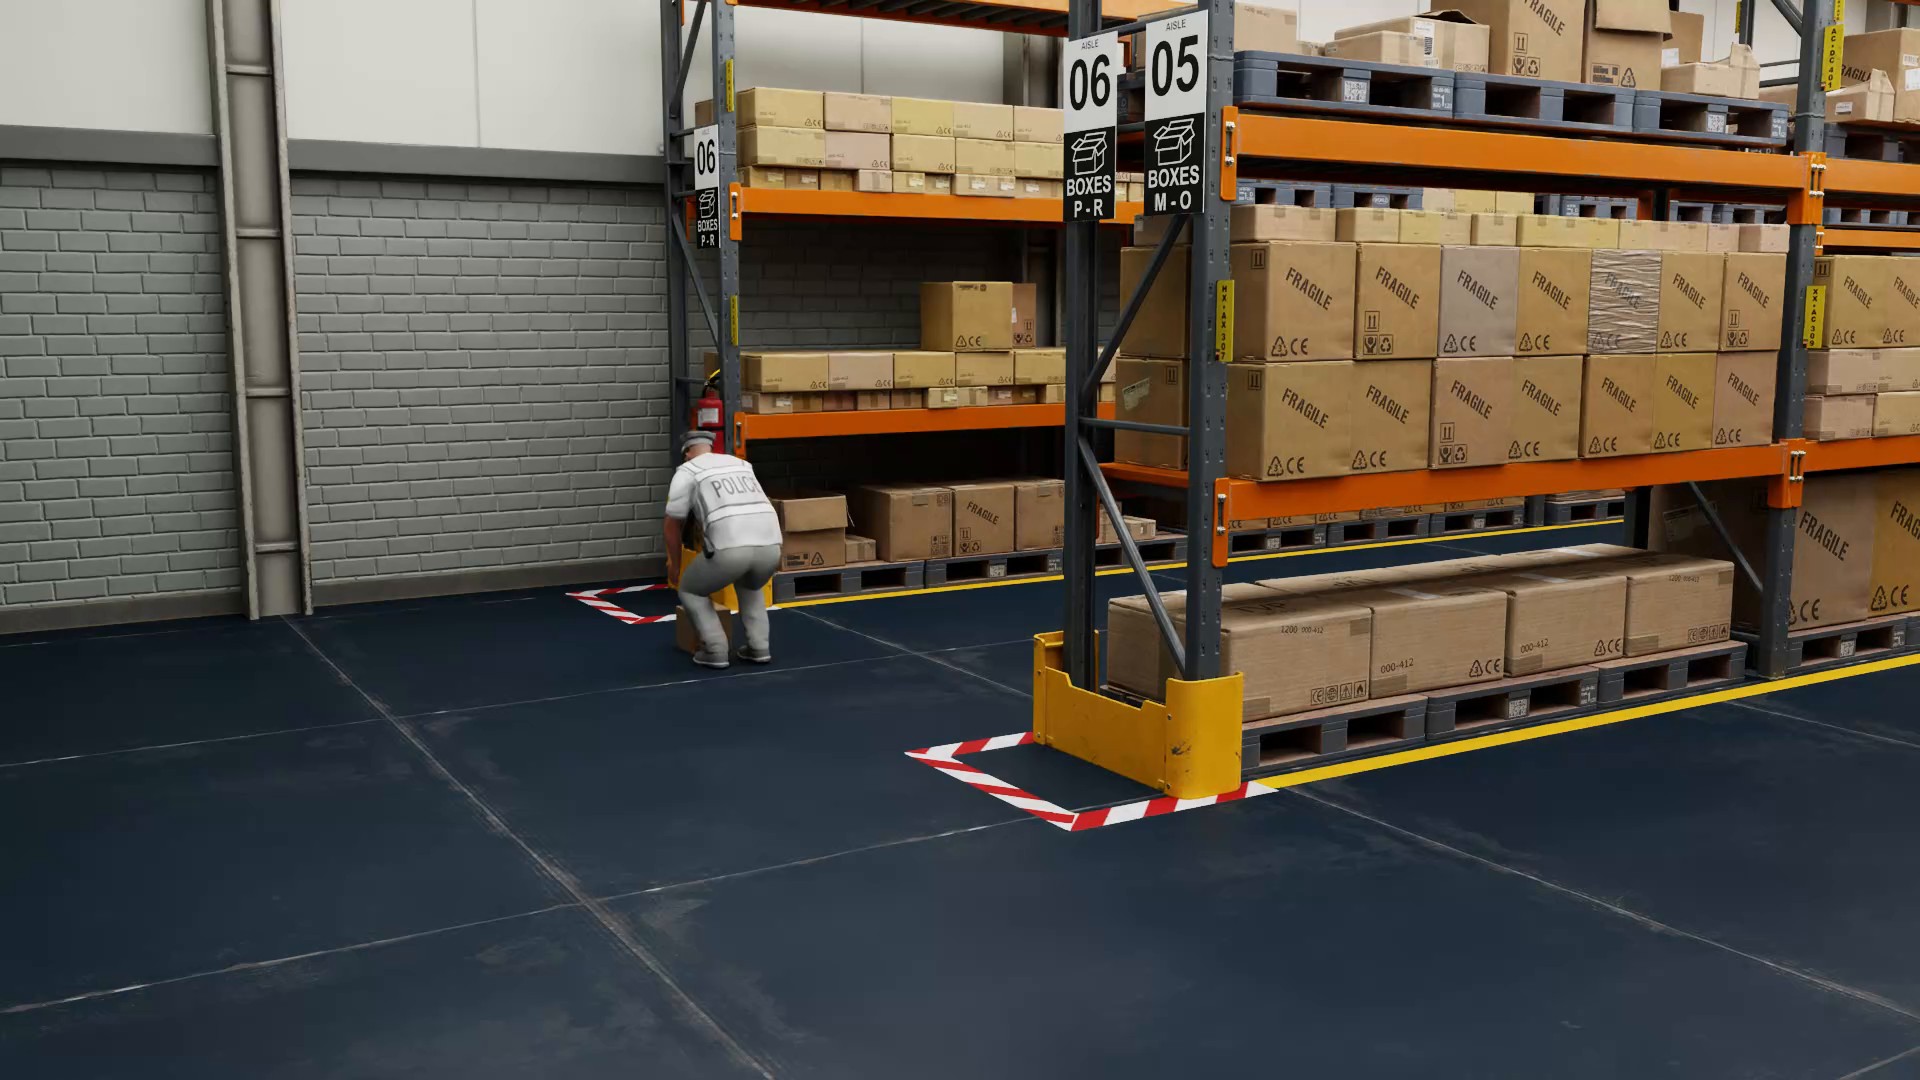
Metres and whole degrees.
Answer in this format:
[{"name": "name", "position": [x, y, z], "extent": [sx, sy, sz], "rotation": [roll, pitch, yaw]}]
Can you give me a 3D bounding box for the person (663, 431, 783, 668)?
[{"name": "person", "position": [-1.372, 0.048, 9.517], "extent": [0.588, 1.321, 0.855], "rotation": [-5, 9, -31]}]
